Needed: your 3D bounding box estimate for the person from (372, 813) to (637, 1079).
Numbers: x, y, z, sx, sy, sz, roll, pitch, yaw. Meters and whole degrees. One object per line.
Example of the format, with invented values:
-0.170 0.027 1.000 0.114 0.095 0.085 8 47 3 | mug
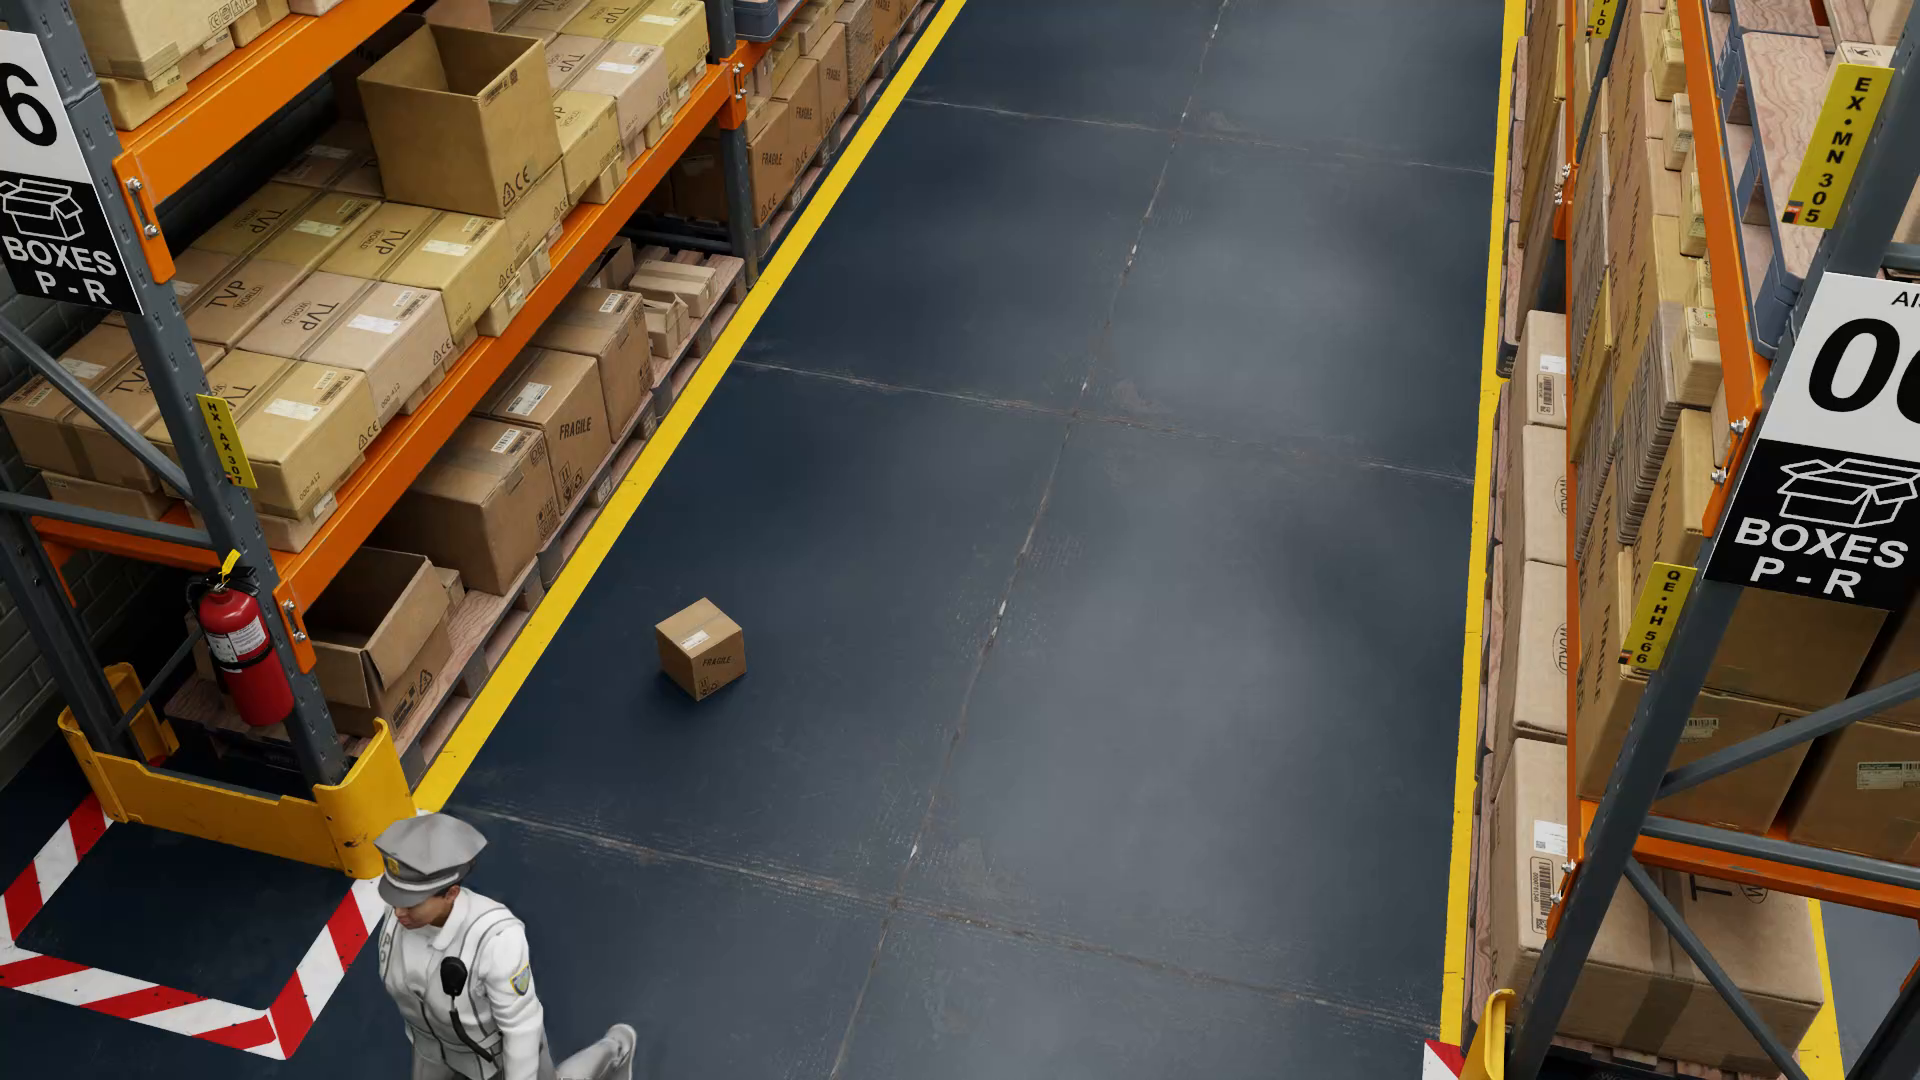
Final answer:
-1.305 1.333 4.596 0.469 1.647 0.872 15 43 16 | person
